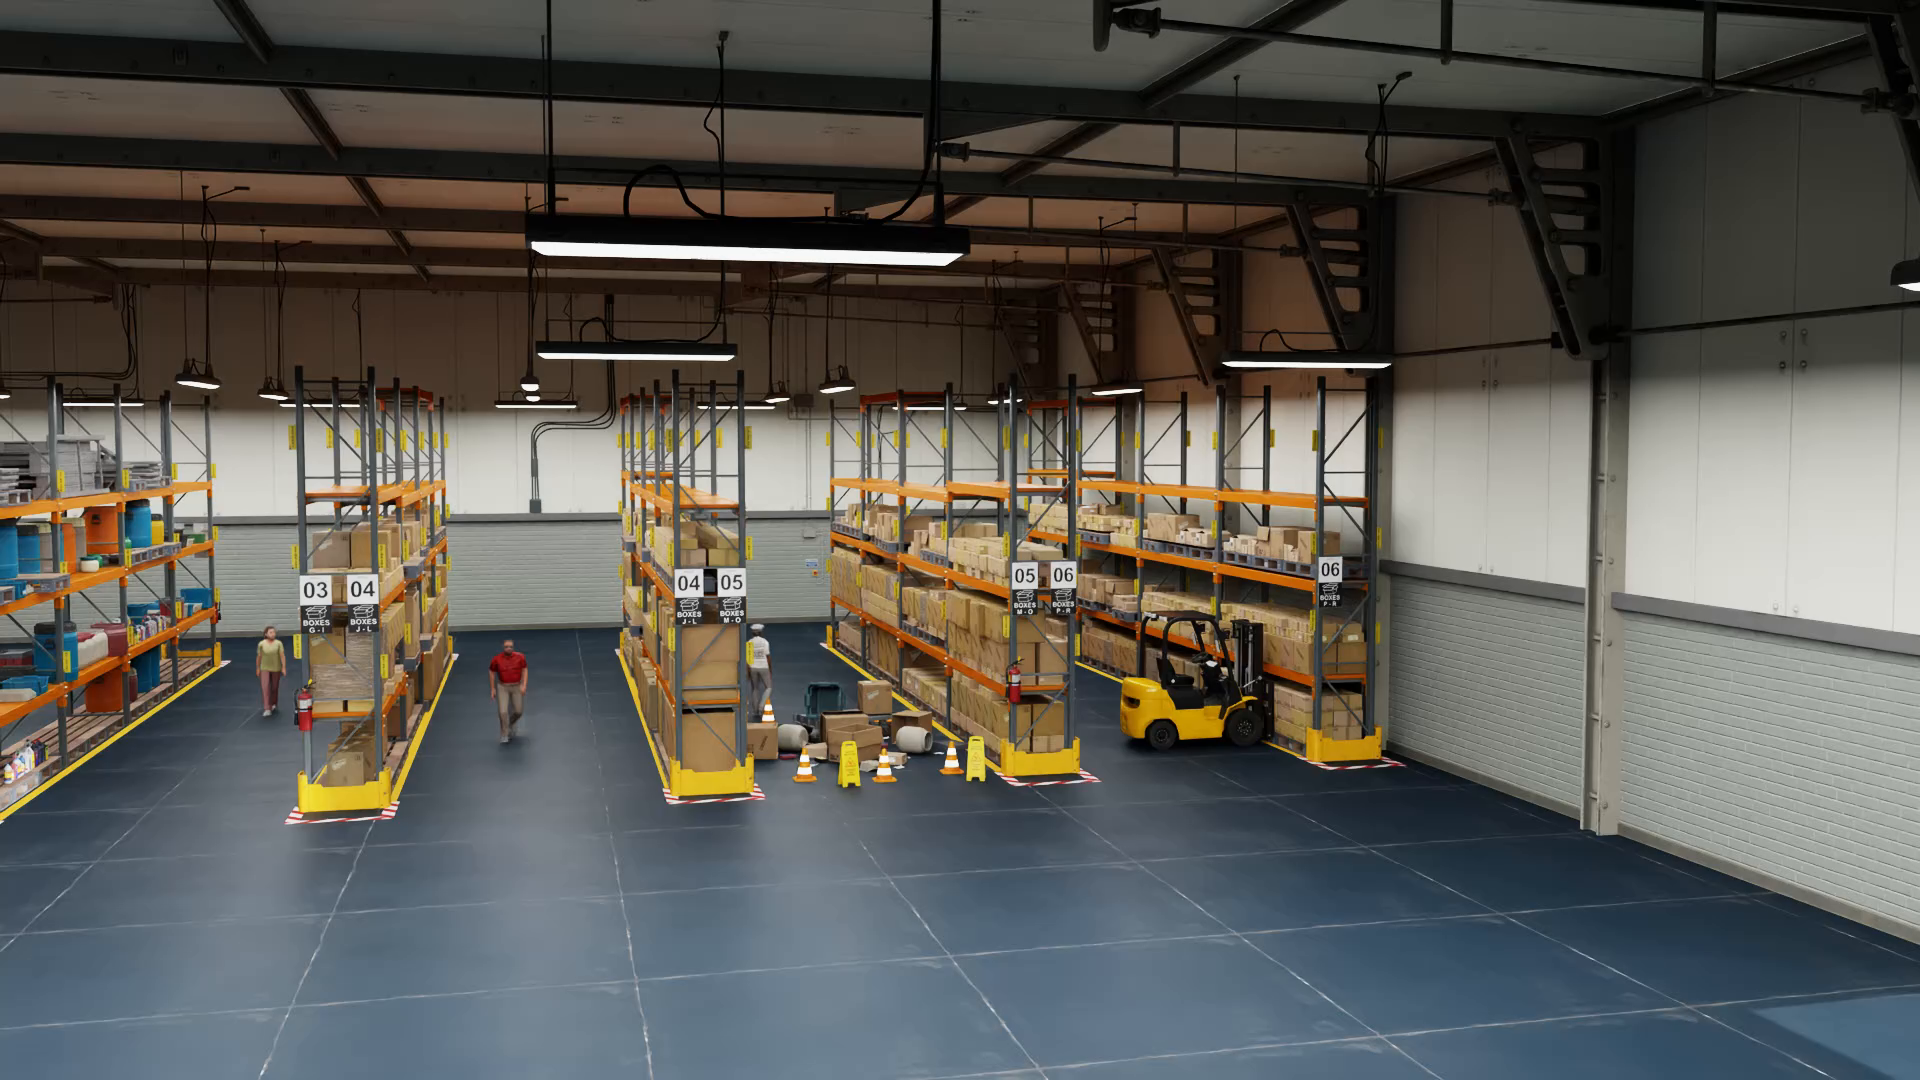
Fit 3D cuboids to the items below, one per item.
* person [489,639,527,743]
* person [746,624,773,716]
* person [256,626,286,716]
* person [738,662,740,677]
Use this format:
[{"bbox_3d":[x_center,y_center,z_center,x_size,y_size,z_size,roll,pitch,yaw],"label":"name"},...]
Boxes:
[{"bbox_3d":[-7.572,2.497,27.872,0.624,1.712,0.659,-1,4,-20],"label":"person"},{"bbox_3d":[-3.656,2.368,30.199,0.493,1.674,0.485,1,4,13],"label":"person"},{"bbox_3d":[-12.589,2.371,30.385,0.498,1.603,1.084,-2,4,-25],"label":"person"},{"bbox_3d":[-4.834,2.037,35.038,0.610,1.765,0.513,1,3,11],"label":"person"}]
